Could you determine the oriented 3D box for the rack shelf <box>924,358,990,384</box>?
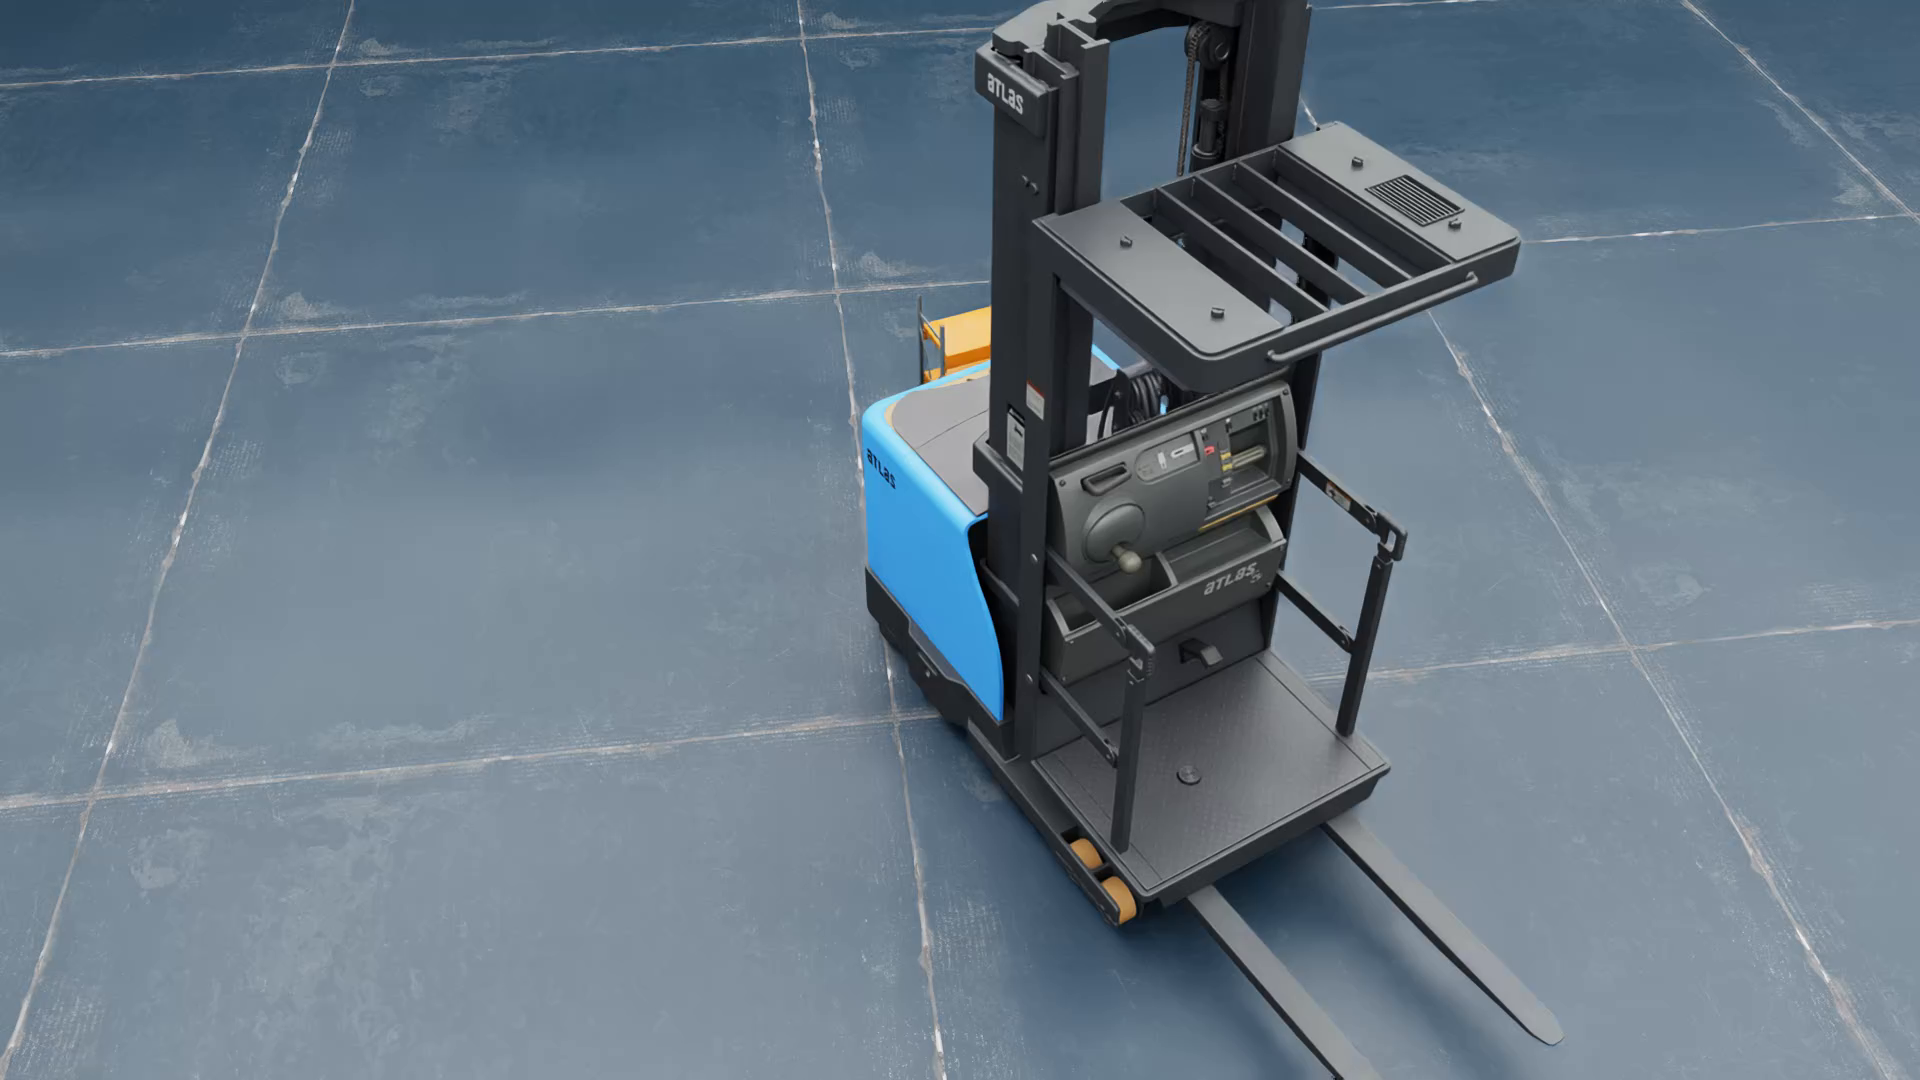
[{"bbox_3d":[0.109,-0.629,6.818,0.480,0.148,0.258,-17,45,-18],"label":"rack shelf"}]

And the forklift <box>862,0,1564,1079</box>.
[{"bbox_3d":[0.815,-0.116,5.191,1.130,2.935,3.031,-22,47,-23],"label":"forklift"}]

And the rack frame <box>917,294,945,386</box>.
[{"bbox_3d":[-0.113,-0.444,6.847,0.015,1.200,0.240,-17,45,-18],"label":"rack frame"}]

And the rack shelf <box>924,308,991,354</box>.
[{"bbox_3d":[0.109,-0.833,6.633,0.457,0.050,0.221,-17,45,-18],"label":"rack shelf"}]

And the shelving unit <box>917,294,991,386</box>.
[{"bbox_3d":[0.109,-0.512,6.922,0.503,1.200,0.258,-17,45,-18],"label":"shelving unit"}]
